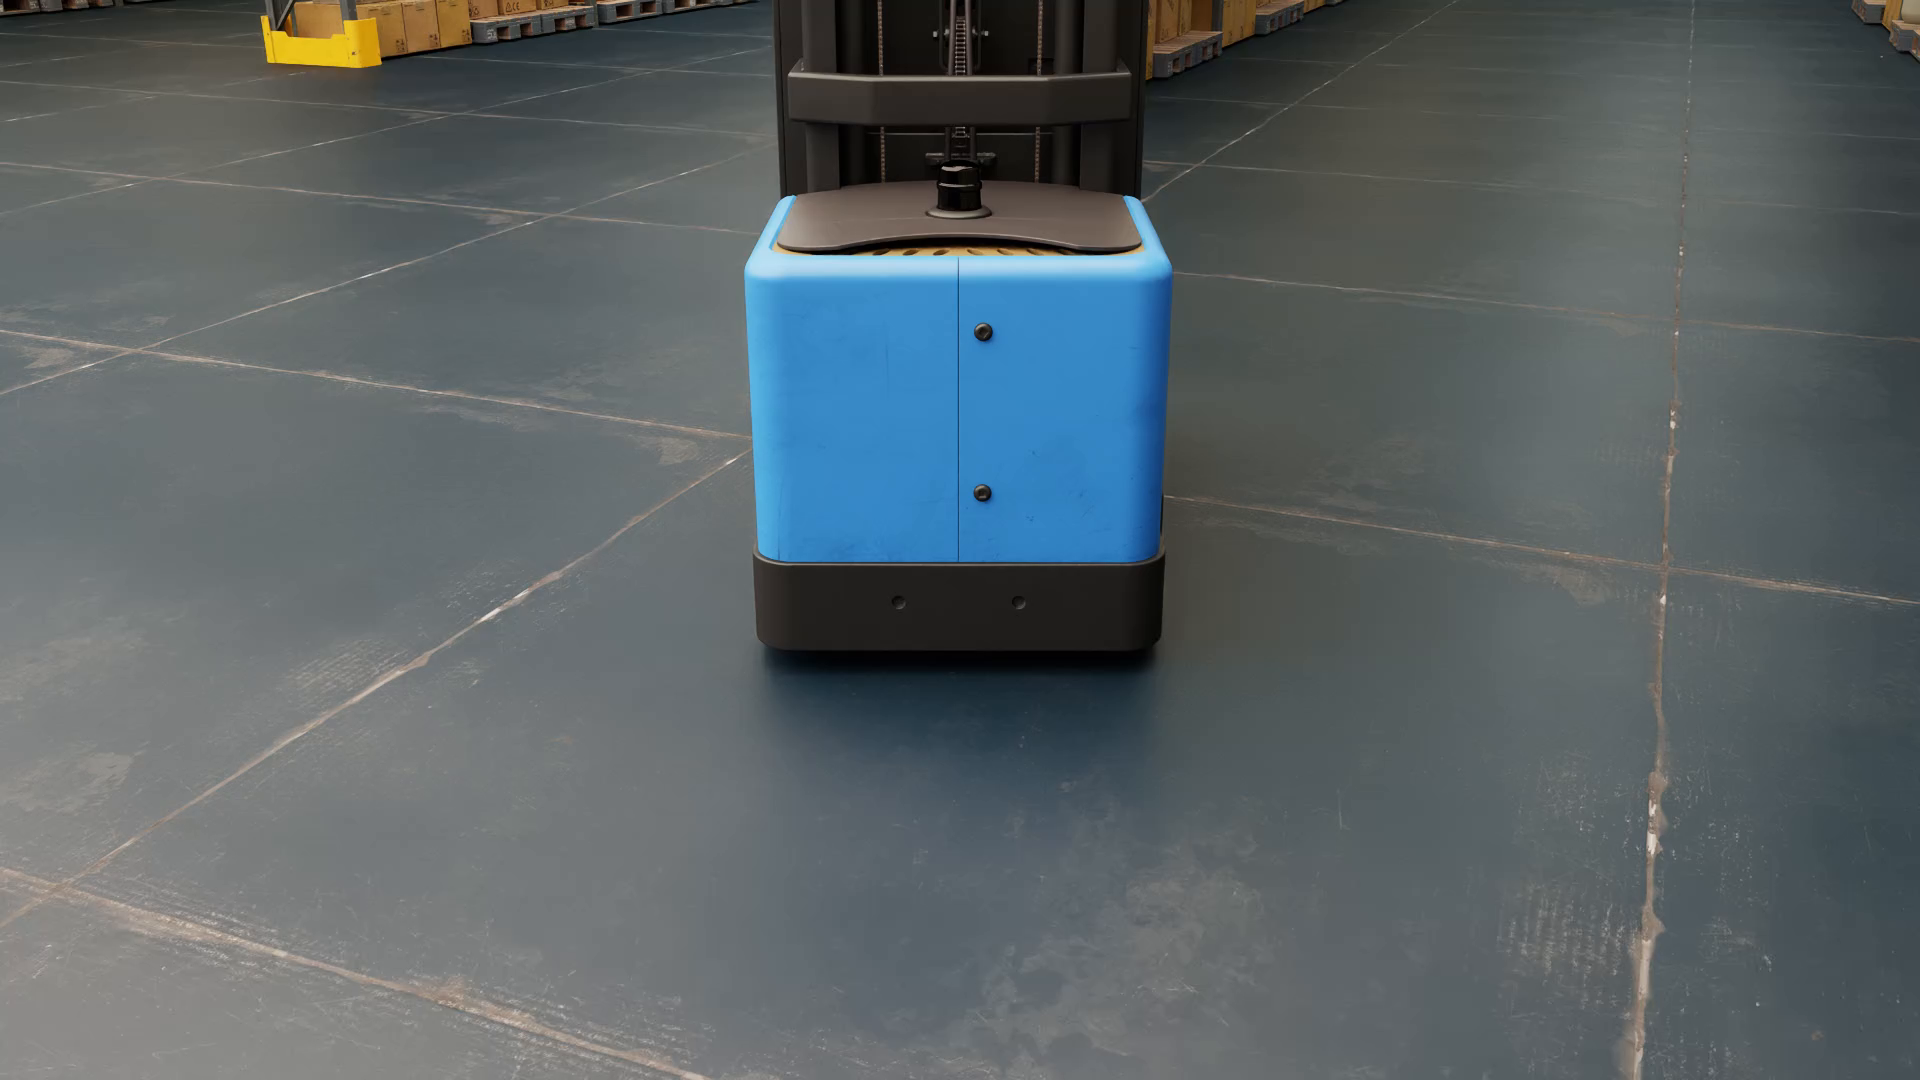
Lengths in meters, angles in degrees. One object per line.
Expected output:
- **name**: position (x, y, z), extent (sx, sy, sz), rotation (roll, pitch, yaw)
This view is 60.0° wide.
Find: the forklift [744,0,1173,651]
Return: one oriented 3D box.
- **forklift**: position (0.002, -1.587, 5.089), extent (1.130, 2.935, 3.031), rotation (0, 23, 0)
